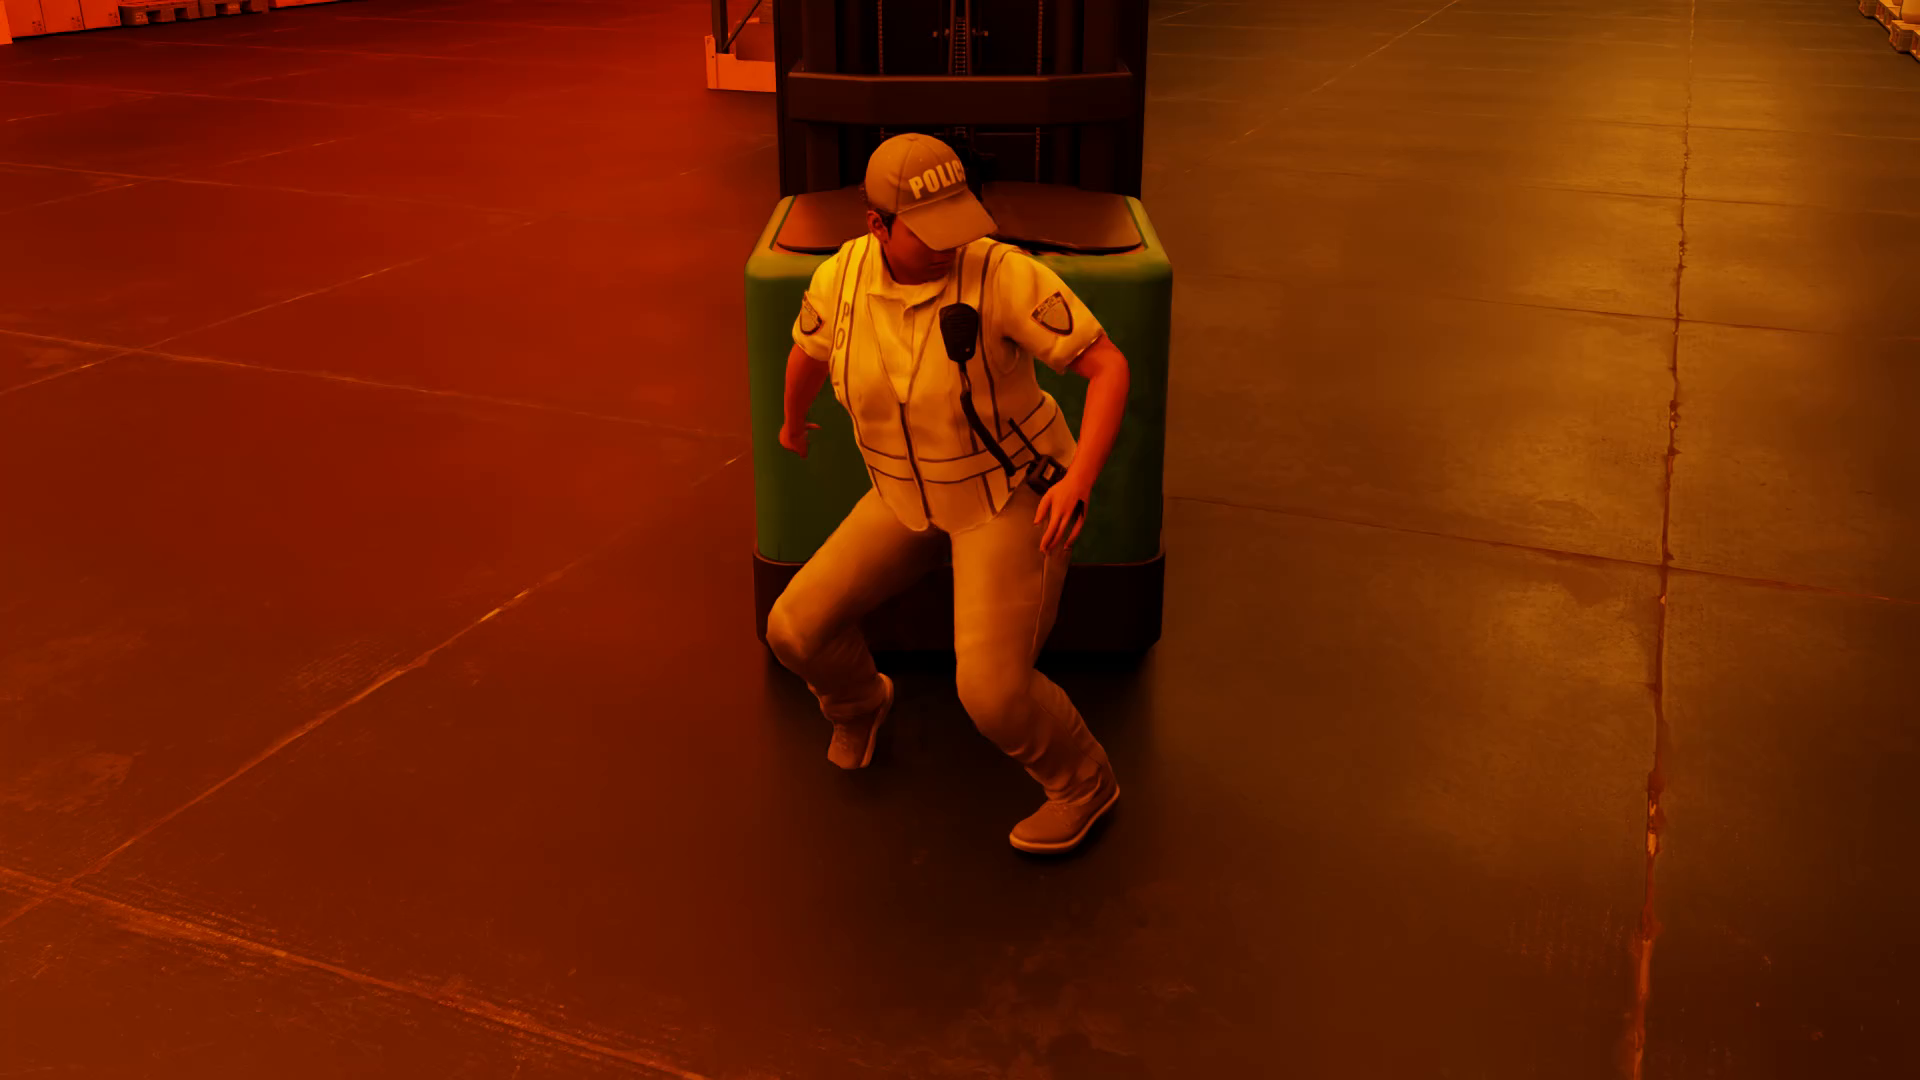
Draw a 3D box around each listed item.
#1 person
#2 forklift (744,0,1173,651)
[{"bbox_3d":[-0.072,-0.068,3.431,0.936,1.568,0.520,13,26,29],"label":"person"},{"bbox_3d":[0.002,-1.587,5.089,1.130,2.935,3.031,0,23,0],"label":"forklift"}]
